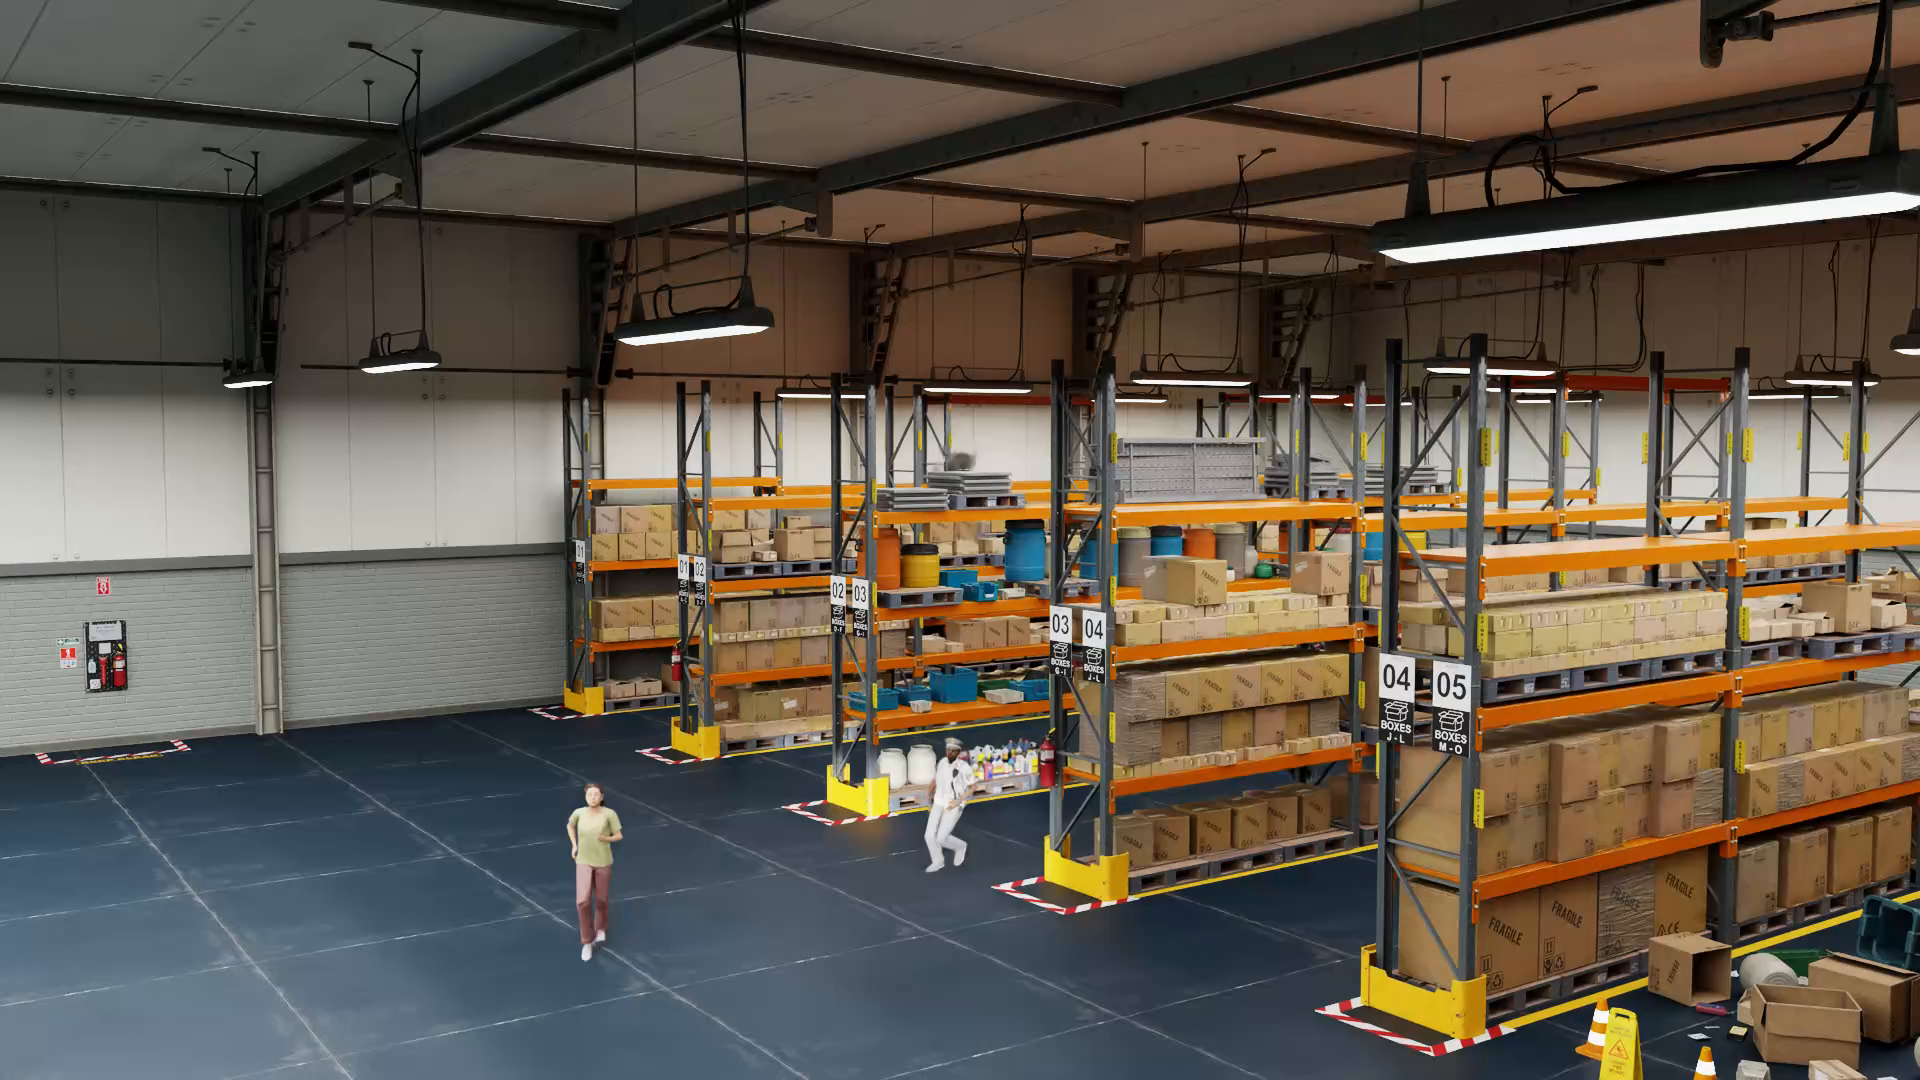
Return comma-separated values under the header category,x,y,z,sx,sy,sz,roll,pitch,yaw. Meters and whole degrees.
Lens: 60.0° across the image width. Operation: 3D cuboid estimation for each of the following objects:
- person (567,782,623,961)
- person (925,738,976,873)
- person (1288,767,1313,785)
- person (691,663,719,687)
category,x,y,z,sx,sy,sz,roll,pitch,yaw
person,-3.637,3.264,16.561,0.560,1.723,0.690,-1,4,-8
person,-0.125,3.112,19.537,0.578,1.624,0.513,3,5,40
person,4.771,2.873,23.622,0.530,1.547,0.512,-3,5,-41
person,-4.336,2.479,28.780,0.702,1.760,0.693,-3,5,-38
